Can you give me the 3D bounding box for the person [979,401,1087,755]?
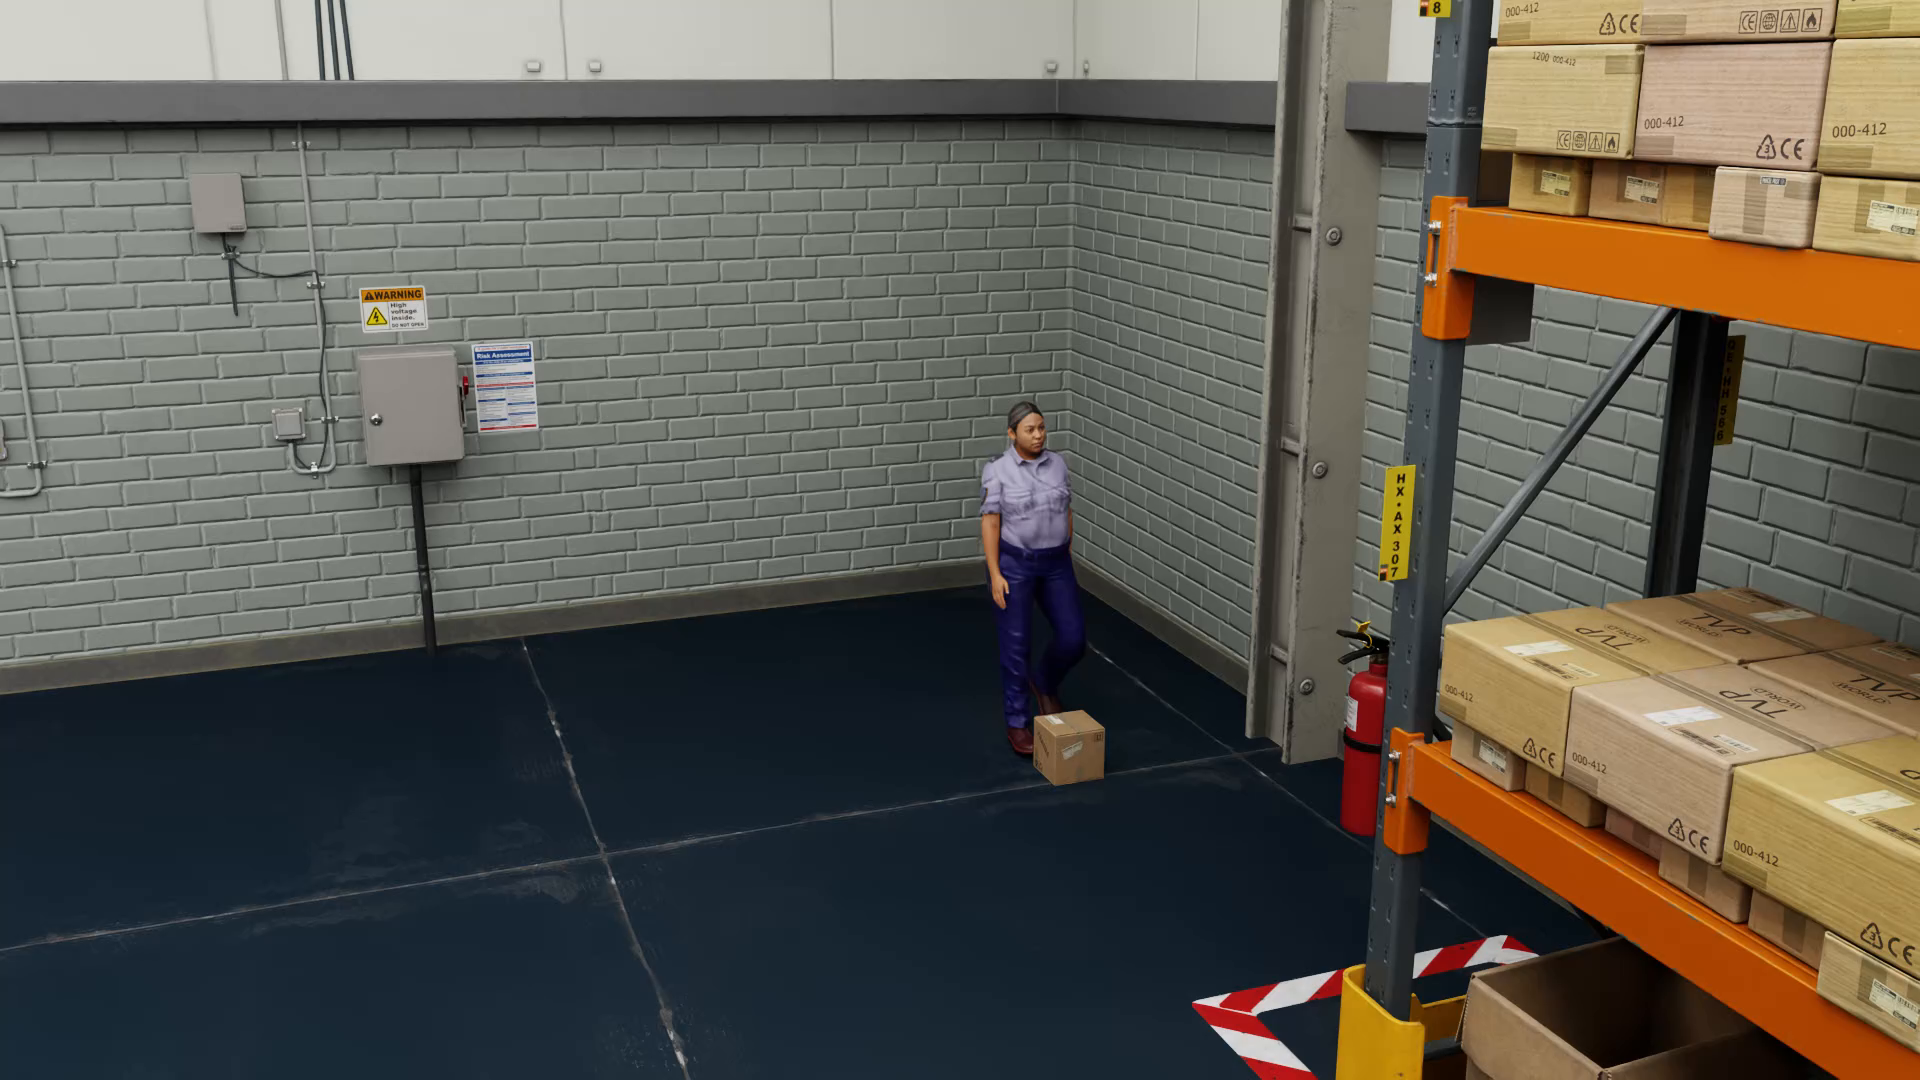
[{"bbox_3d":[0.349,0.165,7.908,0.497,1.643,0.543,-6,17,-21],"label":"person"}]
